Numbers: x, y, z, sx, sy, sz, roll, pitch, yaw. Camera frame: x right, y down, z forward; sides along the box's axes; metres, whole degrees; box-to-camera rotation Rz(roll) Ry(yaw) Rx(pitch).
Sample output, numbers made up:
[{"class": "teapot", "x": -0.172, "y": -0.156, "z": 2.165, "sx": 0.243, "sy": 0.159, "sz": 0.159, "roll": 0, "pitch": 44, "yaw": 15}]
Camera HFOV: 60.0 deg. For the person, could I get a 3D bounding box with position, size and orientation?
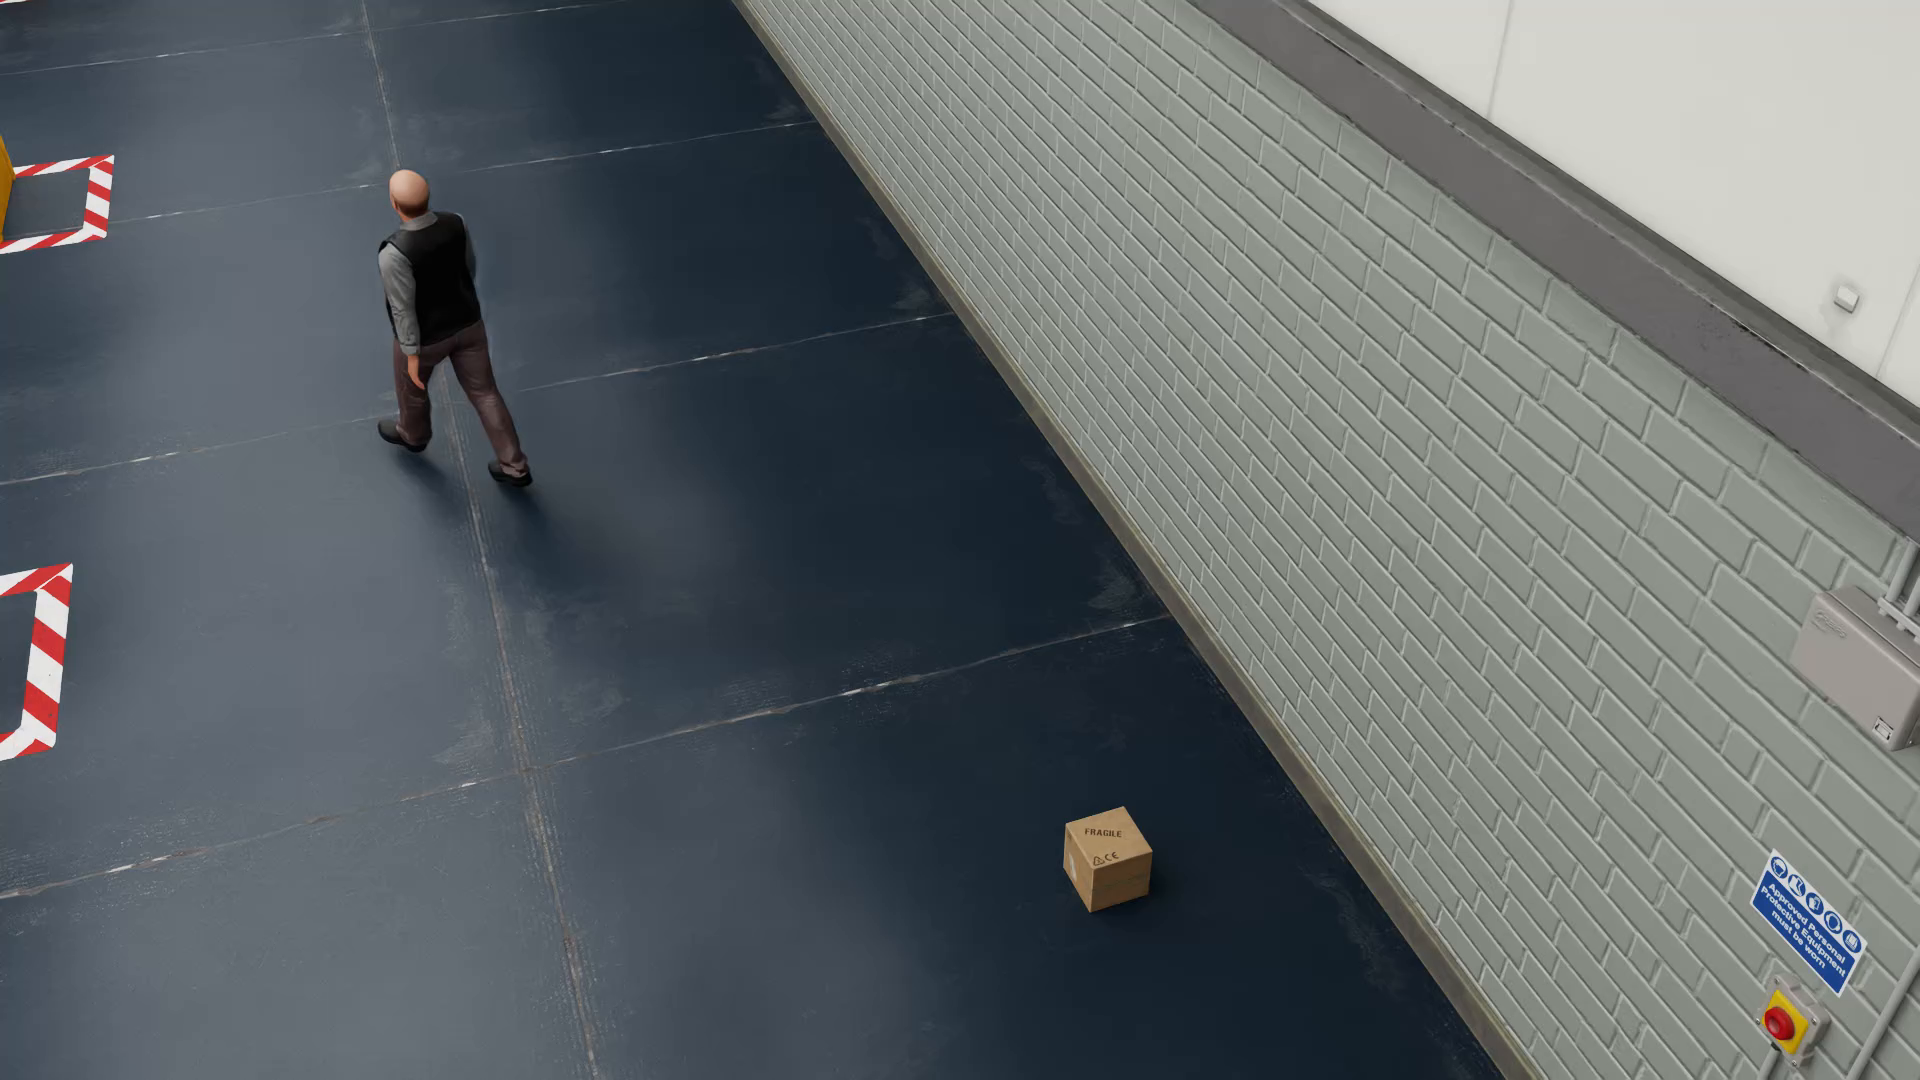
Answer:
[{"class": "person", "x": -2.599, "y": -1.076, "z": 8.210, "sx": 1.024, "sy": 1.673, "sz": 0.557, "roll": 31, "pitch": 47, "yaw": 34}]
